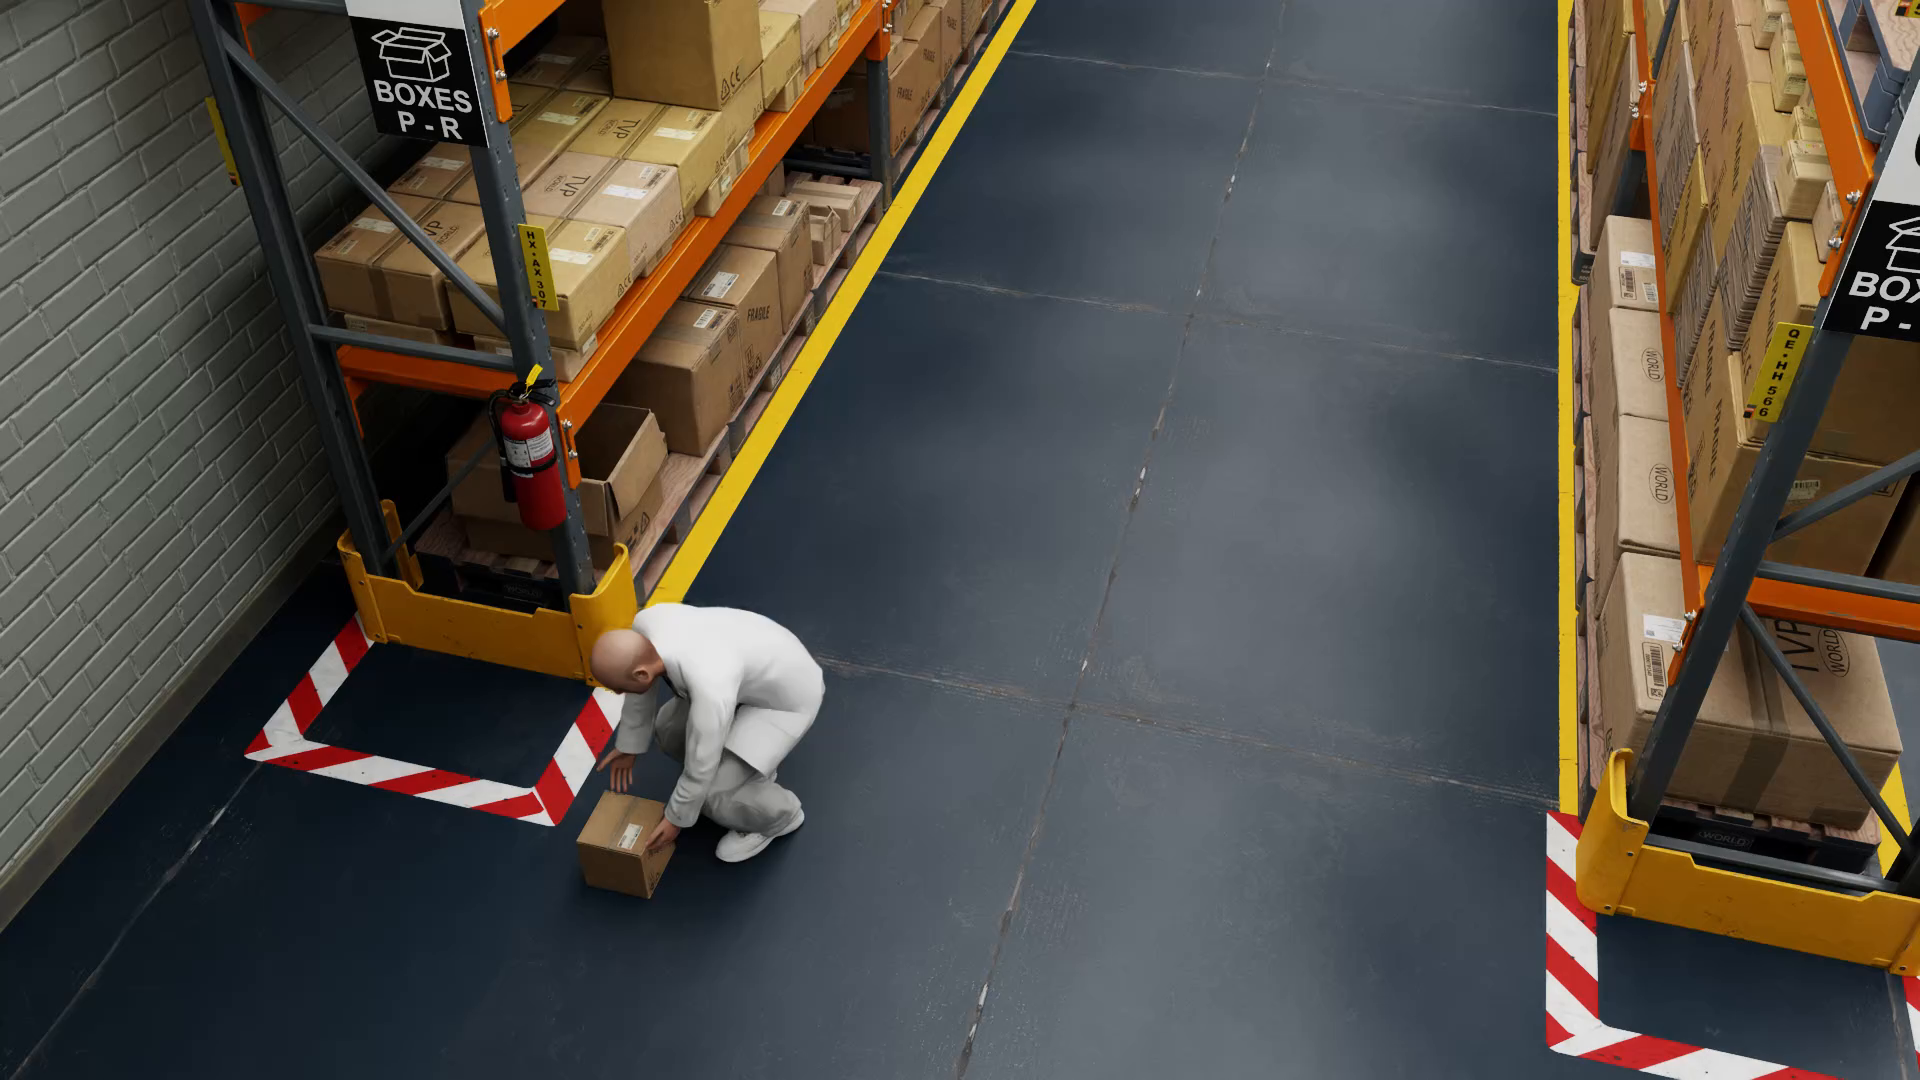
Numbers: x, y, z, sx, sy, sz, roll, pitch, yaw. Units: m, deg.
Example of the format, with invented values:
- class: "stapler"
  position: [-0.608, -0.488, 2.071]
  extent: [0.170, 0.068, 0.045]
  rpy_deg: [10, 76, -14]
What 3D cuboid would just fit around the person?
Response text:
- class: "person"
  position: [-0.859, 0.643, 5.888]
  extent: [0.822, 1.167, 0.625]
  rpy_deg: [-21, 45, -23]
